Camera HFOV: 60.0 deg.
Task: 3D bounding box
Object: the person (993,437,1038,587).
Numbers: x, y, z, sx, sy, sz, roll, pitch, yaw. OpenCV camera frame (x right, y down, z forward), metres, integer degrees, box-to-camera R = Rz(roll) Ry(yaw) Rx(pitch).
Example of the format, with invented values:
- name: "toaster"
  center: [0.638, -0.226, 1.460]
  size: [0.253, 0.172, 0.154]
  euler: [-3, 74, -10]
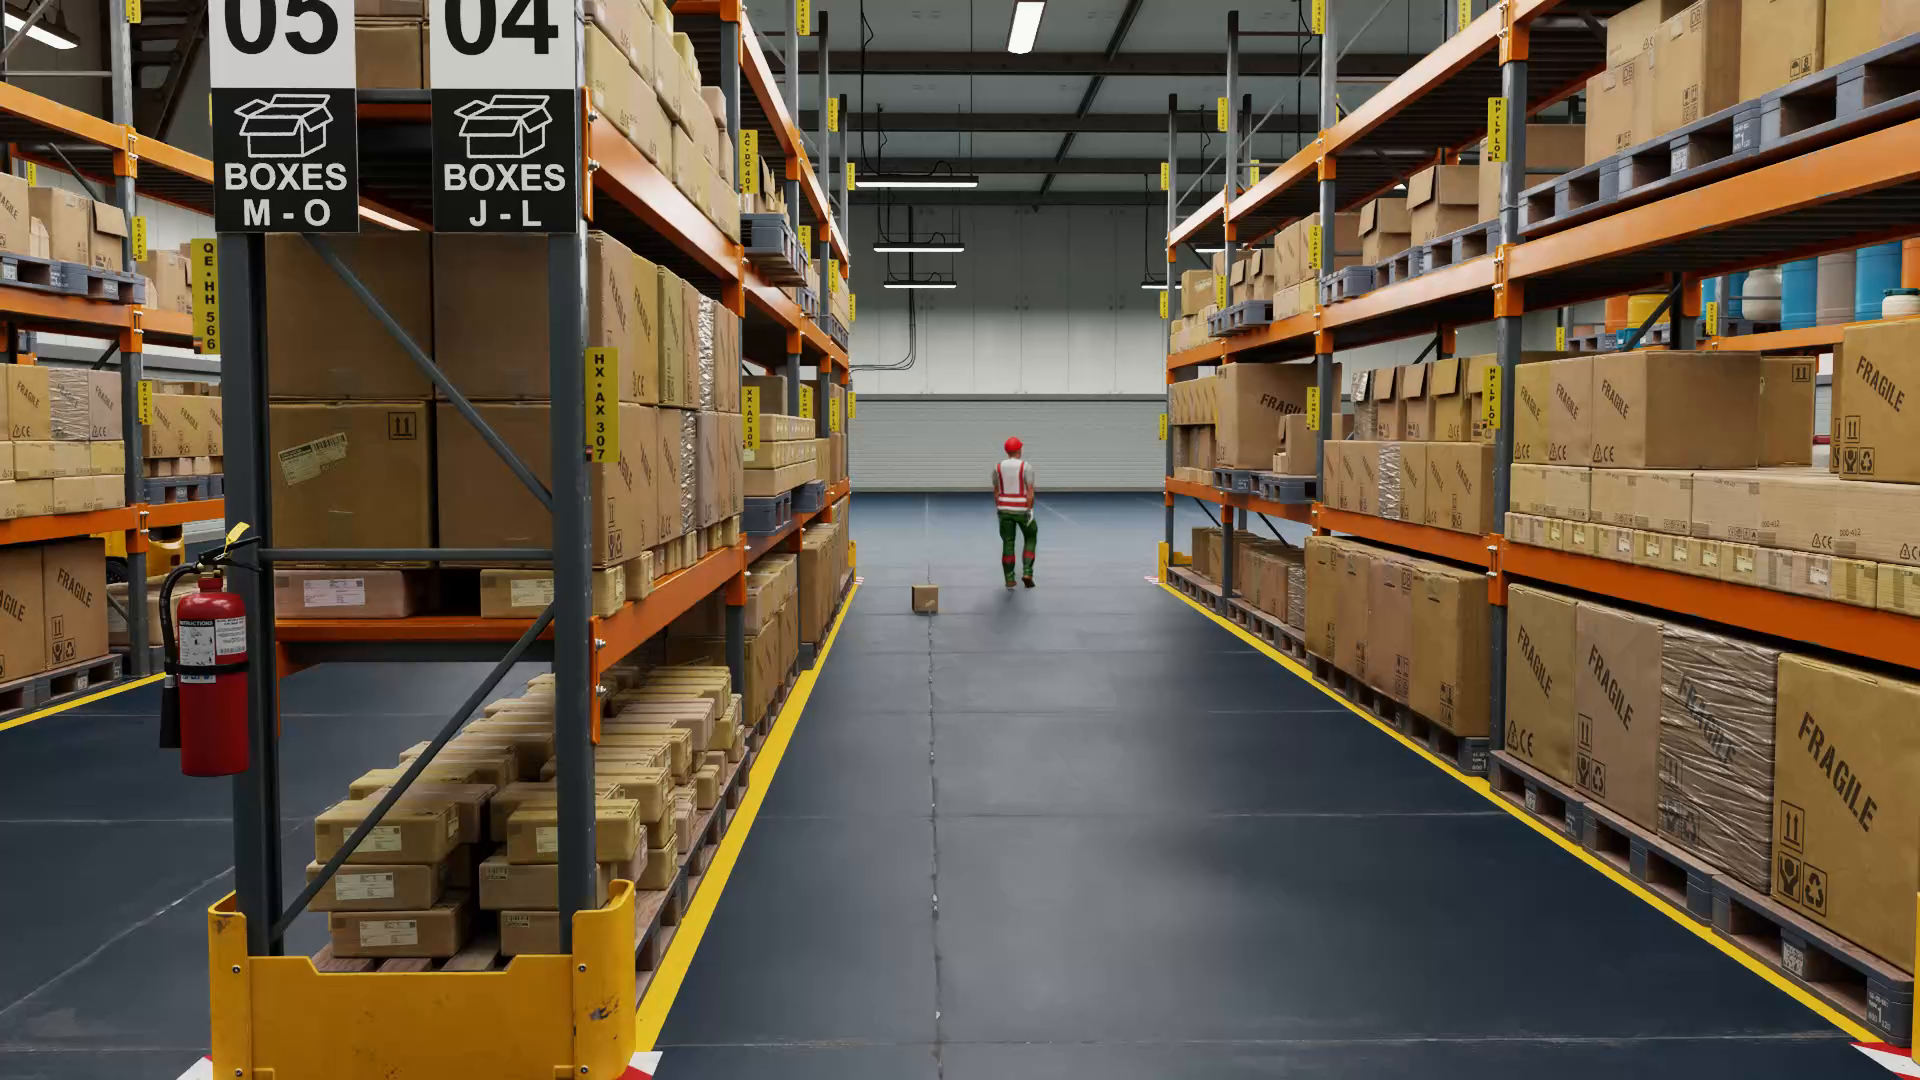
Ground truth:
- name: "person"
  center: [0.663, -0.319, 19.881]
  size: [0.529, 1.829, 0.491]
  euler: [1, 4, 16]
